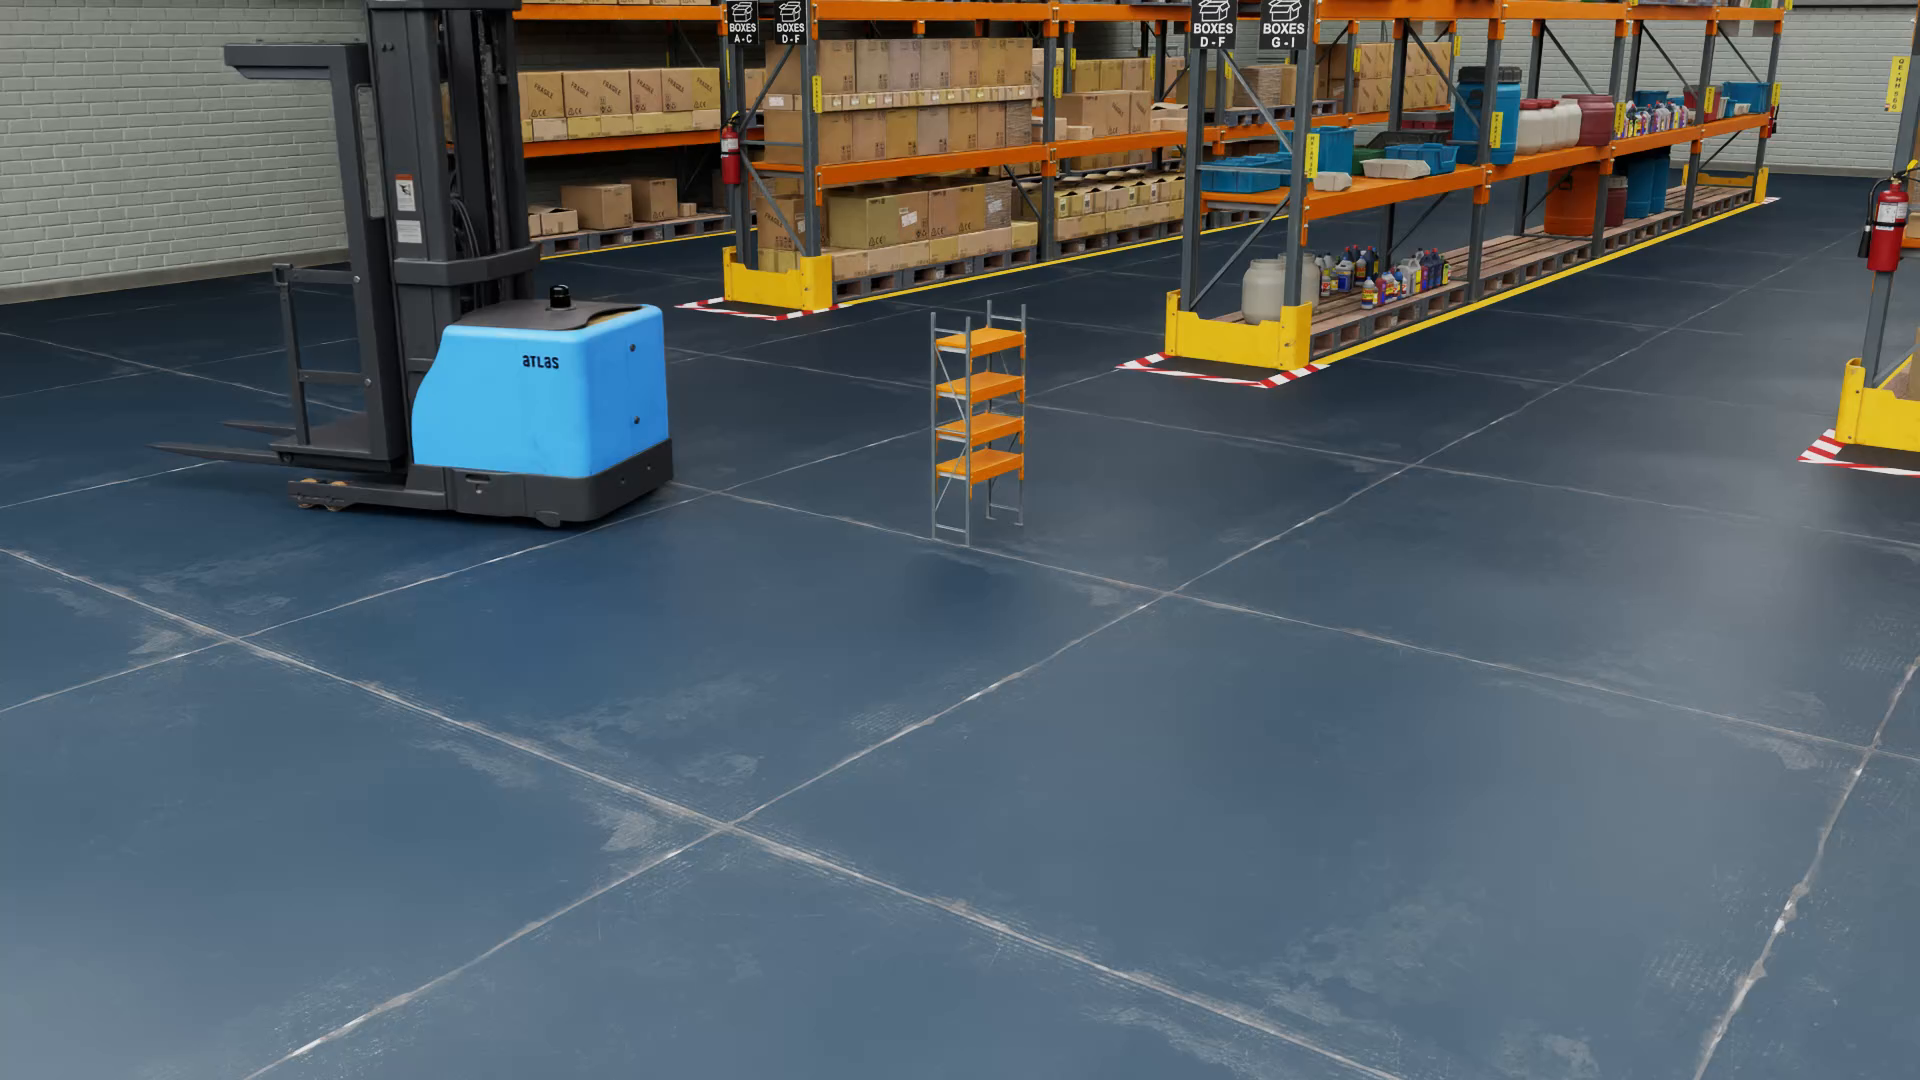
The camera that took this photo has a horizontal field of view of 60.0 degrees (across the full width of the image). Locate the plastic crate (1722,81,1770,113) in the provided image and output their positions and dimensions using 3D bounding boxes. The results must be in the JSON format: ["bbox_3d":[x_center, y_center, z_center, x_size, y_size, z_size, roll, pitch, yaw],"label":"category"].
[{"bbox_3d":[11.704,-6.613,24.819,0.616,0.435,0.499,12,21,35],"label":"plastic crate"}]

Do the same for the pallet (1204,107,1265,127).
[{"bbox_3d":[3.359,-5.733,22.470,1.213,0.211,1.003,12,21,35],"label":"pallet"}]

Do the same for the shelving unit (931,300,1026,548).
[{"bbox_3d":[0.099,-0.612,8.693,0.258,1.200,0.503,12,21,35],"label":"shelving unit"}]

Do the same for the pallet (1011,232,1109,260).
[{"bbox_3d":[1.035,-3.549,19.815,1.003,0.211,1.213,12,21,35],"label":"pallet"}]

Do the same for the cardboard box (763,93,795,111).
[{"bbox_3d":[-1.681,-4.227,16.036,0.380,0.149,0.250,12,21,34],"label":"cardboard box"}]

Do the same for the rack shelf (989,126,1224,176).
[{"bbox_3d":[1.819,-4.831,20.455,1.077,0.370,4.000,12,21,35],"label":"rack shelf"}]

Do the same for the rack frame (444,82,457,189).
[{"bbox_3d":[-5.736,-4.620,18.562,1.000,3.000,0.127,12,21,35],"label":"rack frame"}]

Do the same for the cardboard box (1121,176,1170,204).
[{"bbox_3d":[2.289,-4.393,20.814,0.500,0.311,0.500,12,21,34],"label":"cardboard box"}]

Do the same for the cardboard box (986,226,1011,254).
[{"bbox_3d":[0.221,-3.319,18.302,0.500,0.250,0.500,12,21,35],"label":"cardboard box"}]

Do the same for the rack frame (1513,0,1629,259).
[{"bbox_3d":[6.987,-4.774,19.060,1.000,3.000,0.127,12,21,35],"label":"rack frame"}]

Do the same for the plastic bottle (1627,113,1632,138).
[{"bbox_3d":[7.897,-4.899,19.657,0.061,0.283,0.133,12,21,35],"label":"plastic bottle"}]

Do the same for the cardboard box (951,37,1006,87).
[{"bbox_3d":[0.068,-5.138,17.875,0.700,0.500,0.500,12,21,35],"label":"cardboard box"}]

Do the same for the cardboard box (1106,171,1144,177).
[{"bbox_3d":[2.157,-4.606,21.502,0.500,0.311,0.500,12,21,33],"label":"cardboard box"}]

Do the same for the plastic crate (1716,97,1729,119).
[{"bbox_3d":[10.428,-6.030,23.203,0.437,0.282,0.530,12,21,35],"label":"plastic crate"}]

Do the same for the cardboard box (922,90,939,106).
[{"bbox_3d":[-0.432,-4.524,16.992,0.380,0.149,0.250,13,21,35],"label":"cardboard box"}]

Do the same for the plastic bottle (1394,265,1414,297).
[{"bbox_3d":[4.045,-2.366,15.156,0.152,0.276,0.135,13,21,36],"label":"plastic bottle"}]

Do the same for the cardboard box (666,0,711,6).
[{"bbox_3d":[-3.457,-6.898,20.637,0.500,0.500,0.500,13,22,36],"label":"cardboard box"}]

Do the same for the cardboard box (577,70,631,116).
[{"bbox_3d":[-4.297,-5.339,19.834,0.500,0.500,0.500,13,22,36],"label":"cardboard box"}]

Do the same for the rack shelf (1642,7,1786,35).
[{"bbox_3d":[10.562,-7.292,23.324,1.077,0.370,4.000,12,21,35],"label":"rack shelf"}]

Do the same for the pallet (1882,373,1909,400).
[{"bbox_3d":[6.756,-0.867,11.181,1.003,0.211,1.213,12,21,35],"label":"pallet"}]

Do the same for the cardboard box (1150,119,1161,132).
[{"bbox_3d":[2.297,-5.217,20.909,0.380,0.149,0.250,14,22,39],"label":"cardboard box"}]

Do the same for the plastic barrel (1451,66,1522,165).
[{"bbox_3d":[5.077,-4.100,16.042,0.600,0.901,0.708,12,21,35],"label":"plastic barrel"}]

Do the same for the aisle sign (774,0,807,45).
[{"bbox_3d":[-1.549,-4.917,15.136,0.394,0.787,0.004,12,21,35],"label":"aisle sign"}]

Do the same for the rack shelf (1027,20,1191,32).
[{"bbox_3d":[2.606,-9.043,28.961,1.077,0.370,4.000,12,21,35],"label":"rack shelf"}]

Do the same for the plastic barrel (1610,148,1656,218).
[{"bbox_3d":[8.611,-4.630,21.427,0.600,0.901,0.708,12,21,35],"label":"plastic barrel"}]

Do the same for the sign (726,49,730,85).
[{"bbox_3d":[-2.183,-4.510,15.859,0.100,0.325,0.005,12,21,35],"label":"sign"}]

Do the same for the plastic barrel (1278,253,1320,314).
[{"bbox_3d":[2.850,-2.171,14.164,0.421,0.512,0.421,0,17,0],"label":"plastic barrel"}]

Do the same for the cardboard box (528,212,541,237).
[{"bbox_3d":[-5.252,-3.695,19.375,0.500,0.311,0.500,10,20,29],"label":"cardboard box"}]

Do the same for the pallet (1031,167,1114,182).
[{"bbox_3d":[1.930,-6.313,28.718,1.003,0.211,1.213,12,21,35],"label":"pallet"}]

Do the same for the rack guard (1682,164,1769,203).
[{"bbox_3d":[11.758,-5.494,25.593,1.175,0.500,0.348,12,21,35],"label":"rack guard"}]

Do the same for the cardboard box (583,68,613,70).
[{"bbox_3d":[-4.413,-5.553,20.523,0.500,0.500,0.500,13,22,36],"label":"cardboard box"}]

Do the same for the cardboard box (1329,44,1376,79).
[{"bbox_3d":[5.901,-7.191,24.988,0.500,0.500,0.500,13,22,36],"label":"cardboard box"}]

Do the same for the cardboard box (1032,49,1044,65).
[{"bbox_3d":[1.029,-7.759,26.702,0.500,0.250,0.500,13,21,36],"label":"cardboard box"}]

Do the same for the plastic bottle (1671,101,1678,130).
[{"bbox_3d":[9.085,-5.427,21.244,0.144,0.351,0.185,12,21,35],"label":"plastic bottle"}]

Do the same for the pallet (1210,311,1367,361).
[{"bbox_3d":[2.716,-1.756,14.043,1.003,0.211,1.213,12,21,35],"label":"pallet"}]

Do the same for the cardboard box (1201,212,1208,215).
[{"bbox_3d":[2.894,-4.370,21.685,0.500,0.250,0.500,13,21,36],"label":"cardboard box"}]

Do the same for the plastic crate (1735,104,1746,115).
[{"bbox_3d":[11.229,-6.290,24.284,0.396,0.136,0.243,12,21,35],"label":"plastic crate"}]

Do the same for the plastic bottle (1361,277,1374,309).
[{"bbox_3d":[3.551,-2.153,14.477,0.097,0.271,0.097,0,17,0],"label":"plastic bottle"}]

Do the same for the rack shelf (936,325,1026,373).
[{"bbox_3d":[0.099,-0.988,8.576,0.258,0.148,0.480,12,21,35],"label":"rack shelf"}]

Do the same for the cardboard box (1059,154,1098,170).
[{"bbox_3d":[1.942,-6.645,28.589,0.700,0.500,0.500,13,21,35],"label":"cardboard box"}]

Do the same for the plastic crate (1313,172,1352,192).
[{"bbox_3d":[3.012,-2.899,13.467,0.298,0.136,0.250,12,21,35],"label":"plastic crate"}]

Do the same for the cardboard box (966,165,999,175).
[{"bbox_3d":[0.101,-6.058,26.112,0.750,0.750,0.750,12,21,34],"label":"cardboard box"}]

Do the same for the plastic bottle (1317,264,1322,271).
[{"bbox_3d":[3.217,-2.381,15.205,0.152,0.276,0.135,12,21,33],"label":"plastic bottle"}]

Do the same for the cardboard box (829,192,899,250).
[{"bbox_3d":[-0.961,-3.199,16.650,0.500,0.500,0.500,12,21,35],"label":"cardboard box"}]

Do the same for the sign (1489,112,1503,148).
[{"bbox_3d":[5.039,-3.854,15.630,0.100,0.325,0.005,12,21,35],"label":"sign"}]

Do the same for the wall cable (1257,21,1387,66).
[{"bbox_3d":[7.454,-11.097,34.539,3.097,2.526,0.112,12,21,35],"label":"wall cable"}]

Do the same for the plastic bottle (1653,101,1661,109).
[{"bbox_3d":[8.860,-5.408,21.185,0.144,0.351,0.185,12,21,35],"label":"plastic bottle"}]

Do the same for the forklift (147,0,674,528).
[{"bbox_3d":[-3.241,-1.702,9.282,3.031,2.935,1.130,5,18,17],"label":"forklift"}]

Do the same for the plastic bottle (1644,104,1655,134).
[{"bbox_3d":[8.429,-5.164,20.400,0.144,0.351,0.185,12,21,35],"label":"plastic bottle"}]

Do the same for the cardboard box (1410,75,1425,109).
[{"bbox_3d":[7.122,-7.207,26.725,0.500,0.500,0.500,13,21,35],"label":"cardboard box"}]

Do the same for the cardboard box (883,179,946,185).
[{"bbox_3d":[-0.496,-3.650,18.104,0.500,0.500,0.500,12,21,35],"label":"cardboard box"}]

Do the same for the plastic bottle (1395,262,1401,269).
[{"bbox_3d":[4.047,-2.420,15.316,0.061,0.283,0.133,12,21,35],"label":"plastic bottle"}]

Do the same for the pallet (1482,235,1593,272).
[{"bbox_3d":[6.494,-3.265,18.902,1.003,0.211,1.213,12,21,35],"label":"pallet"}]

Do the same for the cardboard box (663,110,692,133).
[{"bbox_3d":[-3.695,-5.227,20.736,0.500,0.250,0.500,13,21,35],"label":"cardboard box"}]
